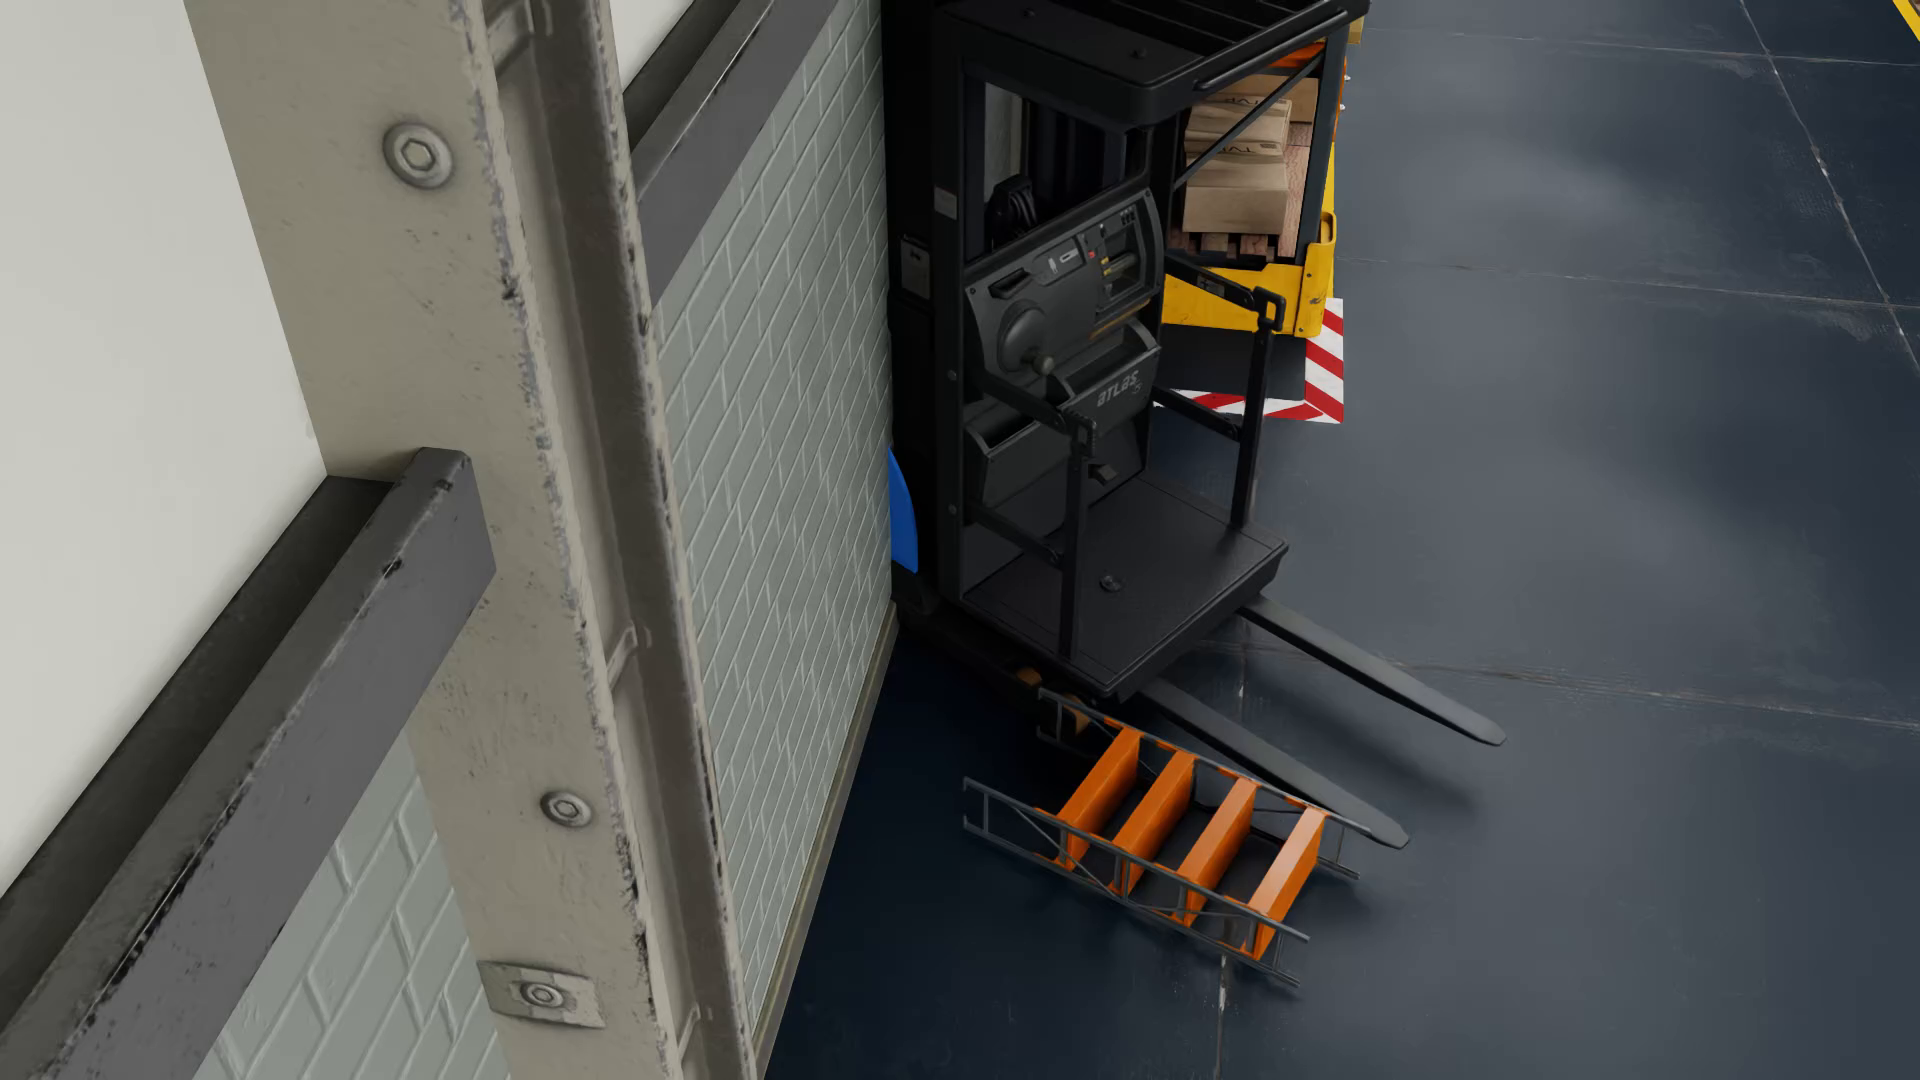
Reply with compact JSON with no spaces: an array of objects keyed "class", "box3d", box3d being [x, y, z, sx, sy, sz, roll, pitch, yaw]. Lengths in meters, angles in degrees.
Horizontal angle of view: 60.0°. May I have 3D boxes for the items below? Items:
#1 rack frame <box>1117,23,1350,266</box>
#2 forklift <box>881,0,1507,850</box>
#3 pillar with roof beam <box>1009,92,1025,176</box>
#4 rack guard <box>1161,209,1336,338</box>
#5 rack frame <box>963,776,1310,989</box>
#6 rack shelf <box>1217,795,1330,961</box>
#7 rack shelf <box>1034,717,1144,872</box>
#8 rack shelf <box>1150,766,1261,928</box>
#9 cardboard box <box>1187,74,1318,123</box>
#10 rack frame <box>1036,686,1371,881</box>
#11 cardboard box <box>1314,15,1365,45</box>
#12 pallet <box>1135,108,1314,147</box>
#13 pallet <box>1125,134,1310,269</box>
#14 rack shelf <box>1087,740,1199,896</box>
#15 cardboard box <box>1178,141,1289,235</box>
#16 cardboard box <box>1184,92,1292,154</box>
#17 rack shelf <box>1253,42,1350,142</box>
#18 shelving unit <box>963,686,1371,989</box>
[{"class":"rack frame","box3d":[1.155,-2.236,7.101,1.000,3.000,0.127,6,40,8]},{"class":"forklift","box3d":[0.516,-0.803,5.422,3.031,2.935,1.130,31,49,32]},{"class":"pillar with roof beam","box3d":[4.664,-4.609,5.262,9.100,9.000,0.400,6,40,8]},{"class":"rack guard","box3d":[1.168,-1.321,7.955,1.175,0.500,0.348,6,40,8]},{"class":"rack frame","box3d":[0.523,1.066,5.229,1.200,0.240,0.015,22,44,24]},{"class":"rack shelf","box3d":[0.985,1.067,5.228,0.148,0.258,0.480,22,44,24]},{"class":"rack shelf","box3d":[0.426,0.845,5.497,0.148,0.258,0.480,22,44,24]},{"class":"rack shelf","box3d":[0.785,0.987,5.325,0.148,0.258,0.480,22,44,24]},{"class":"cardboard box","box3d":[1.638,-2.680,9.253,0.700,0.500,0.500,4,40,5]},{"class":"rack frame","box3d":[0.781,0.803,5.548,1.200,0.240,0.015,22,44,24]},{"class":"cardboard box","box3d":[1.552,-2.458,7.470,0.500,0.250,0.500,5,40,6]},{"class":"pallet","box3d":[1.557,-2.479,9.583,1.003,0.211,1.213,6,40,8]},{"class":"pallet","box3d":[1.343,-1.715,8.659,1.003,0.211,1.213,6,40,8]},{"class":"rack shelf","box3d":[0.595,0.912,5.416,0.148,0.258,0.480,22,44,24]},{"class":"cardboard box","box3d":[1.363,-1.794,8.331,0.500,0.311,0.500,2,40,3]},{"class":"cardboard box","box3d":[1.462,-2.152,8.764,0.500,0.311,0.500,10,41,11]},{"class":"rack shelf","box3d":[1.501,-3.214,8.848,1.077,0.370,4.000,6,40,8]},{"class":"shelving unit","box3d":[0.652,0.934,5.389,1.200,0.258,0.503,22,44,24]}]
